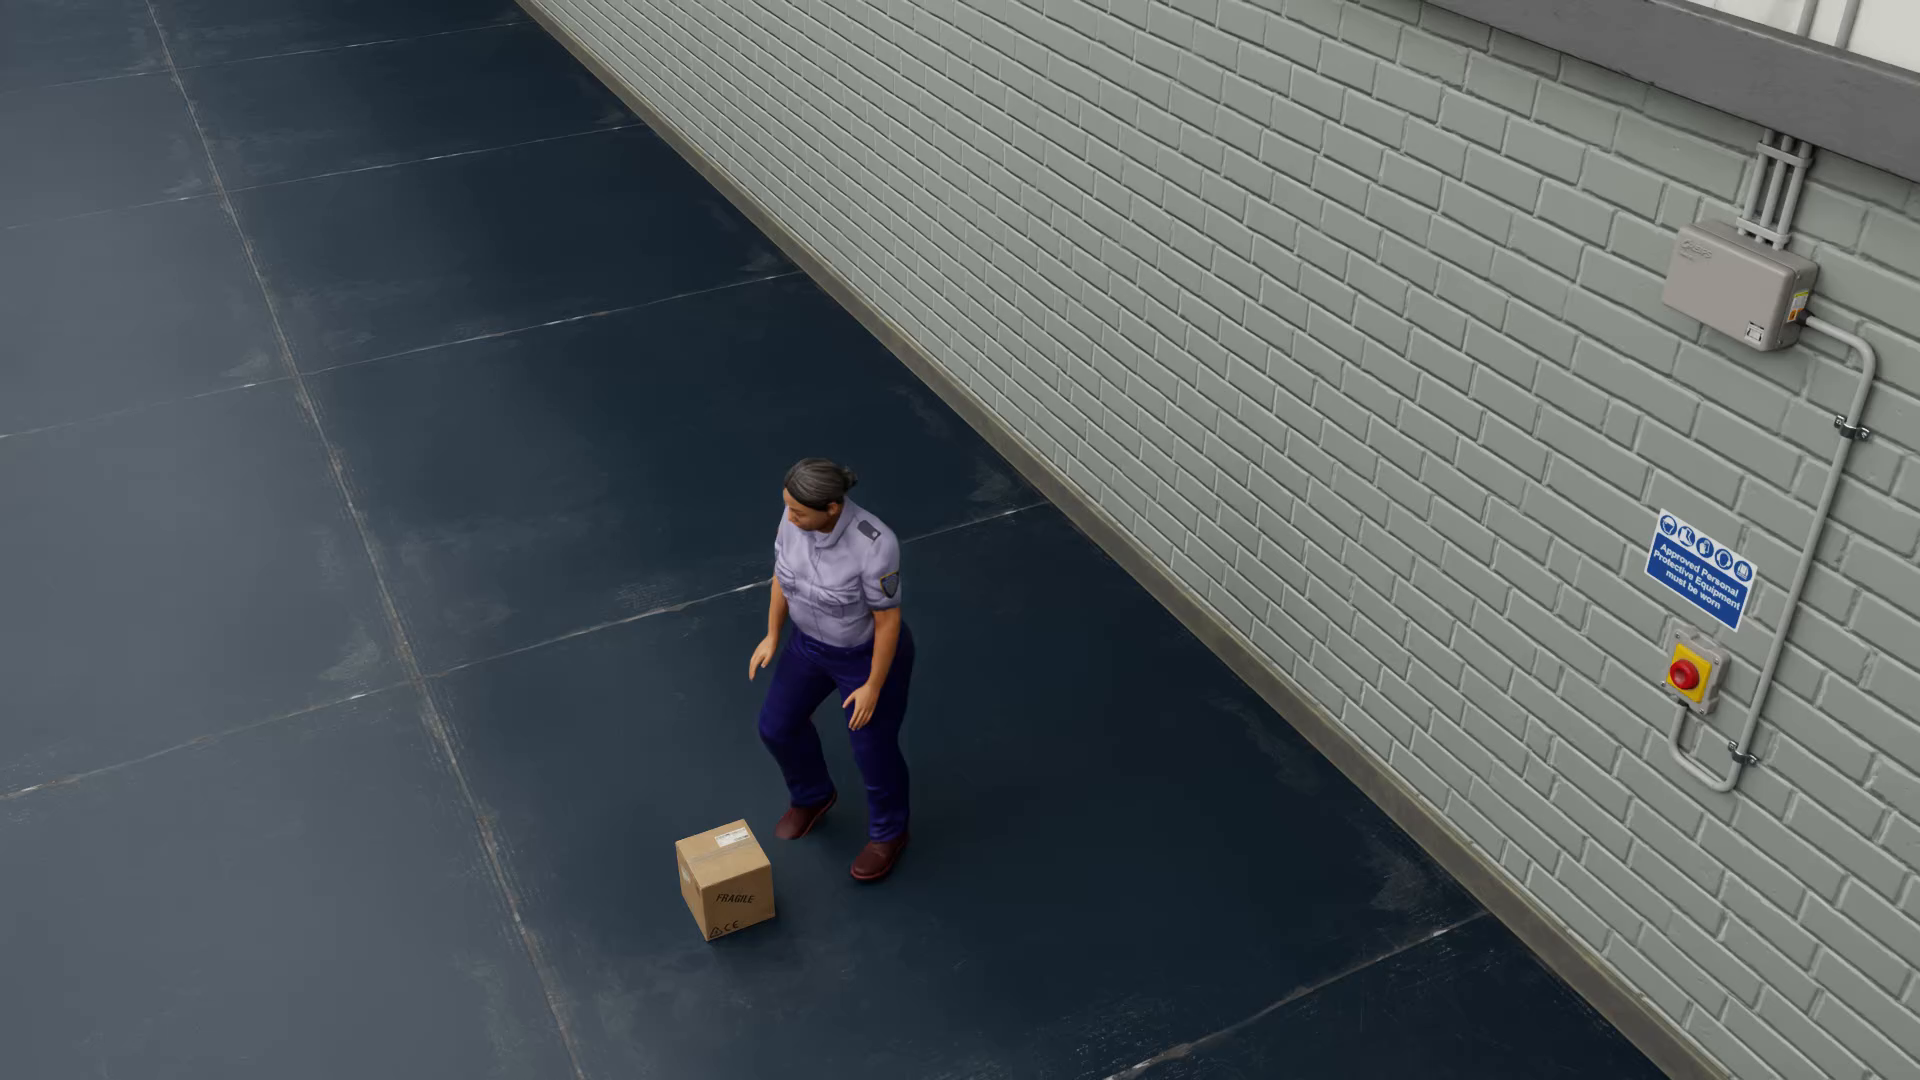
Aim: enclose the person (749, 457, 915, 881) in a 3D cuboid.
[{"bbox_3d":[-0.404,0.420,5.555,0.536,1.701,0.426,22,39,30],"label":"person"}]
